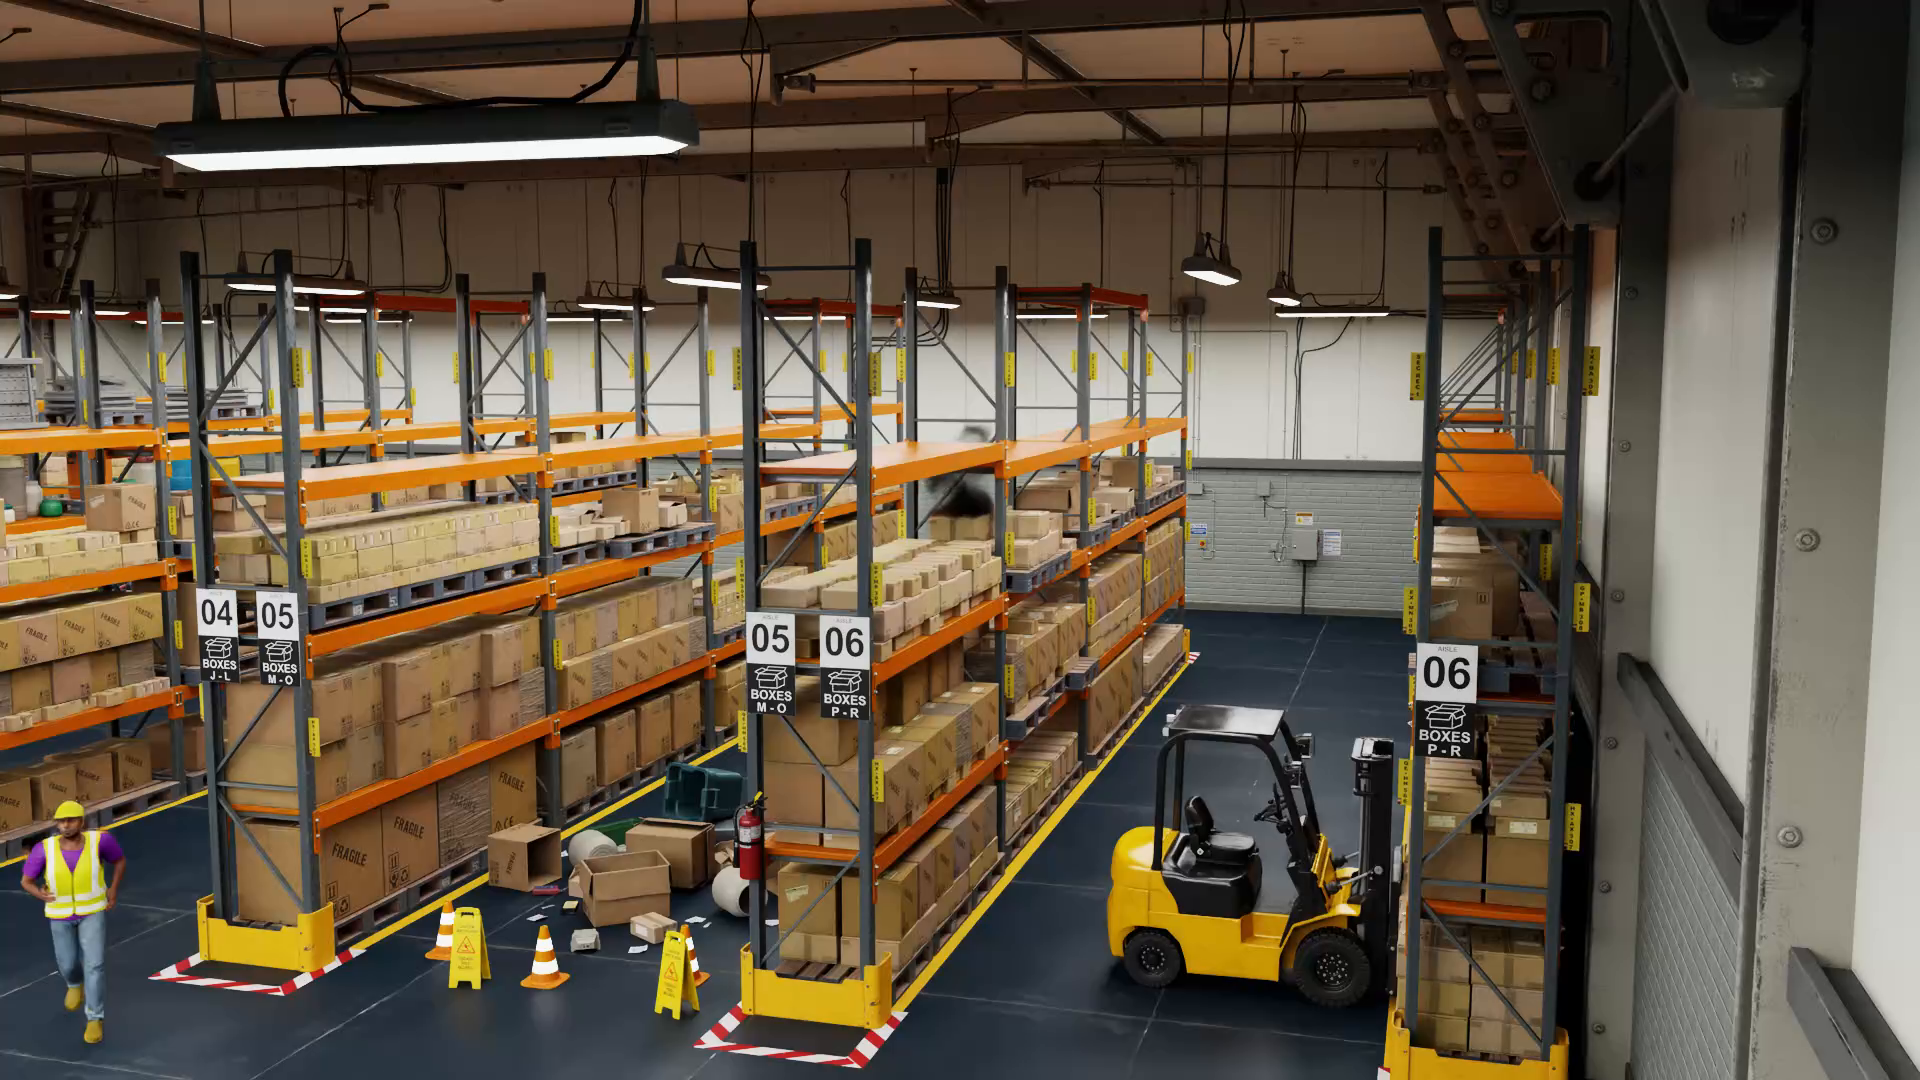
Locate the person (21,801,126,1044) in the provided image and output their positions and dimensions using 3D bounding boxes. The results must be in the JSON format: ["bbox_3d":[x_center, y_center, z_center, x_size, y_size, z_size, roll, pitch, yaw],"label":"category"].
[{"bbox_3d":[-6.770,2.868,12.743,0.718,1.789,0.852,-3,7,-28],"label":"person"}]
